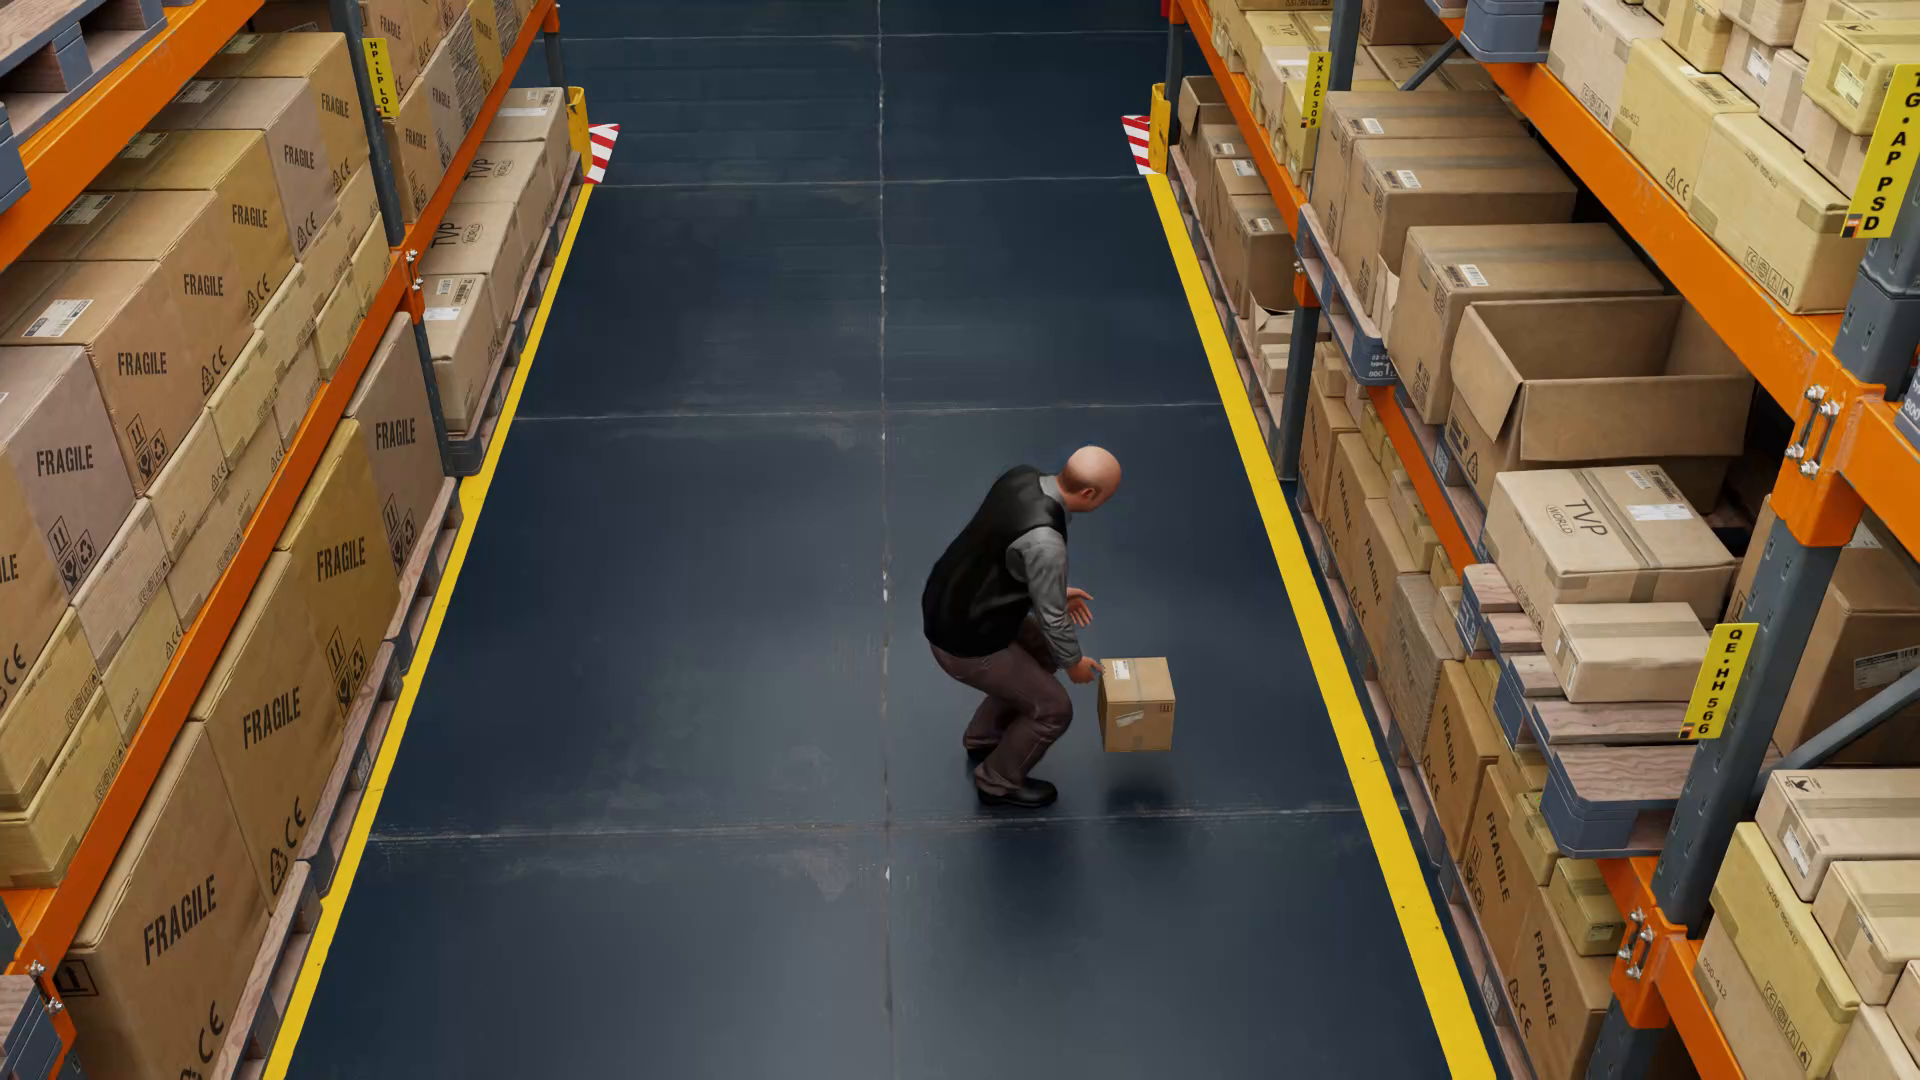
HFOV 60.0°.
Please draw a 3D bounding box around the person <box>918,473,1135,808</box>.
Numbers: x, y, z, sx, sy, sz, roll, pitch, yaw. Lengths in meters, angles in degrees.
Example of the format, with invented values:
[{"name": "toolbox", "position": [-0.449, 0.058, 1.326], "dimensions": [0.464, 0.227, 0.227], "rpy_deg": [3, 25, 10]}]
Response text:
[{"name": "person", "position": [0.226, 0.336, 6.043], "dimensions": [0.754, 1.318, 0.590], "rpy_deg": [-1, 35, -2]}]
